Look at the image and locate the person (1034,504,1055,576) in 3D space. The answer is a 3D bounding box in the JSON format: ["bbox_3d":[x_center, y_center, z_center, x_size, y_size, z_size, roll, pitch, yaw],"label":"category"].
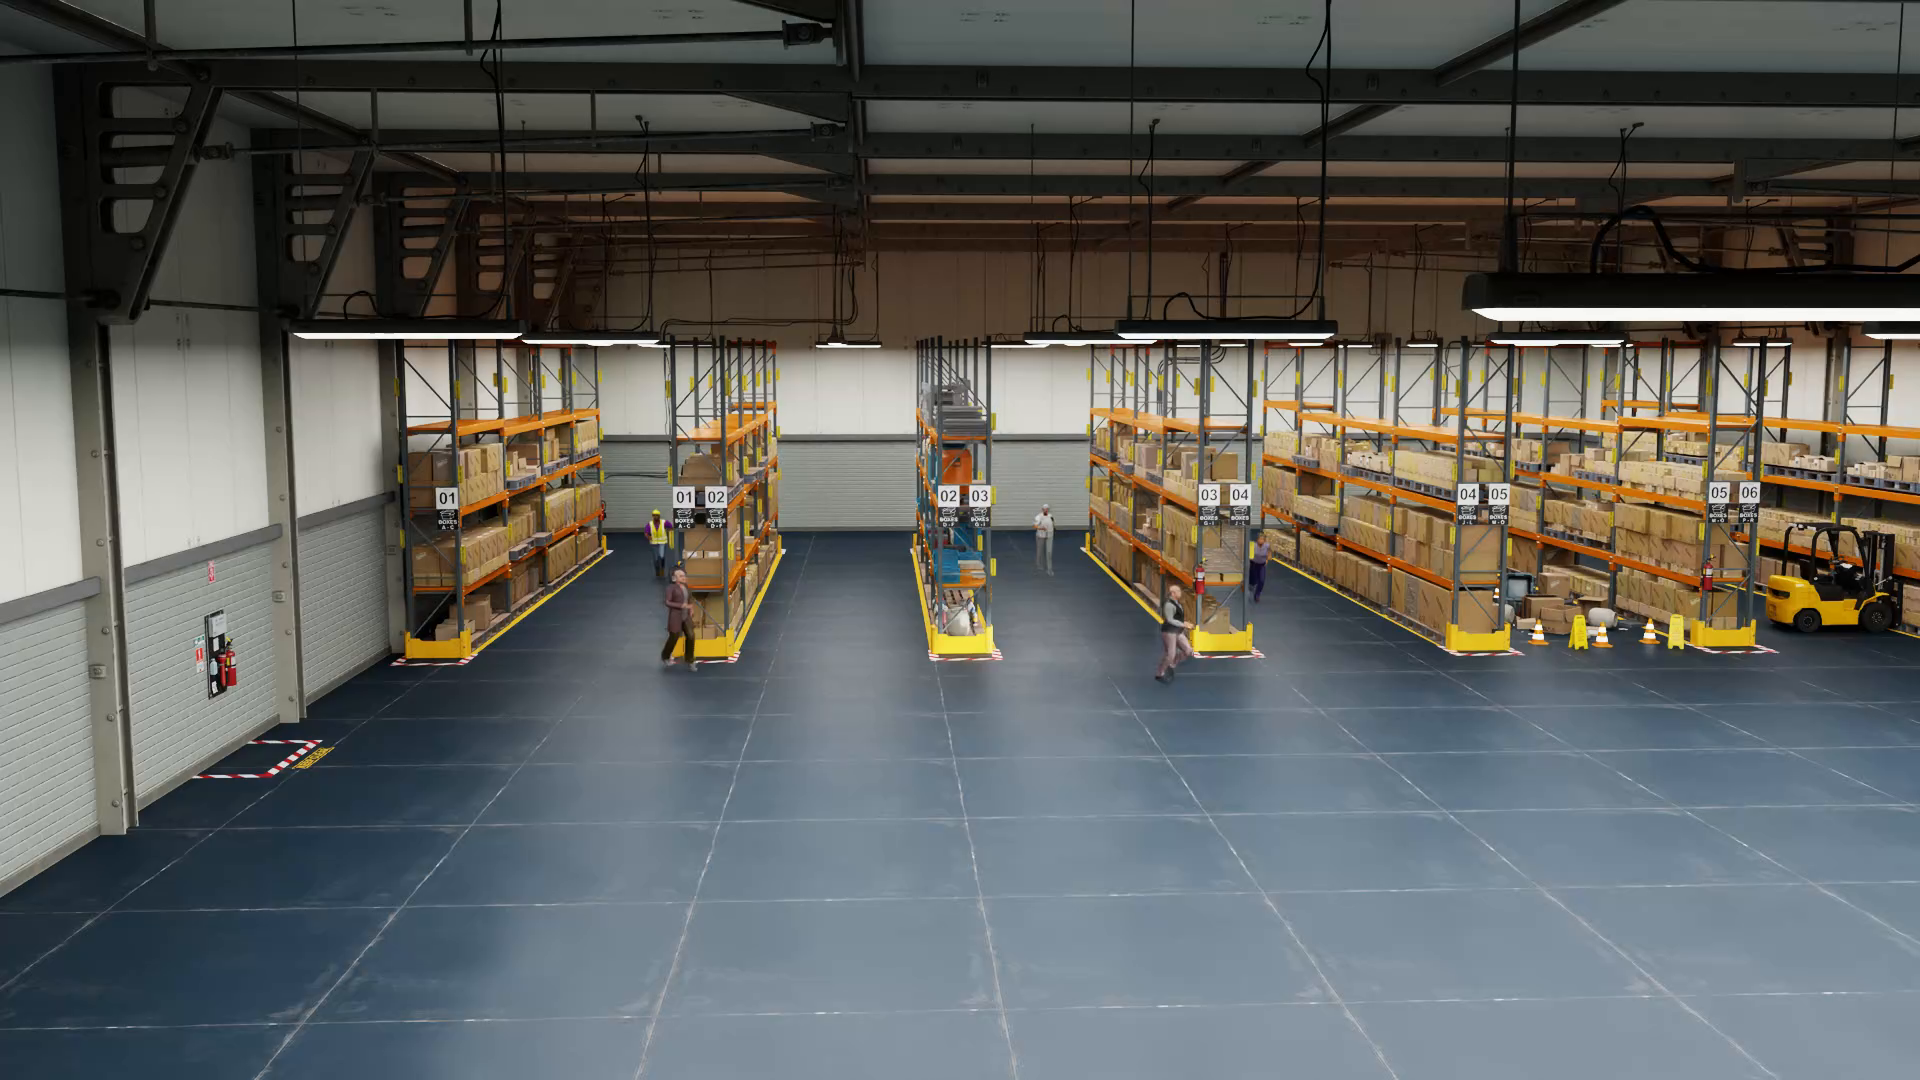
[{"bbox_3d":[2.079,-0.009,41.011,0.536,1.779,0.755,-1,7,-9],"label":"person"}]

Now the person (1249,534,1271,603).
[{"bbox_3d":[6.808,0.645,38.204,0.586,1.579,0.823,-1,7,-10],"label":"person"}]

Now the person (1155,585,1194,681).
[{"bbox_3d":[3.725,1.614,28.773,0.719,1.676,0.632,4,7,29],"label":"person"}]

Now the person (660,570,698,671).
[{"bbox_3d":[-5.061,1.554,29.968,0.850,1.664,0.739,5,8,39],"label":"person"}]

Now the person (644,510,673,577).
[{"bbox_3d":[-7.569,0.098,41.834,0.720,1.714,0.801,0,6,-1],"label":"person"}]
